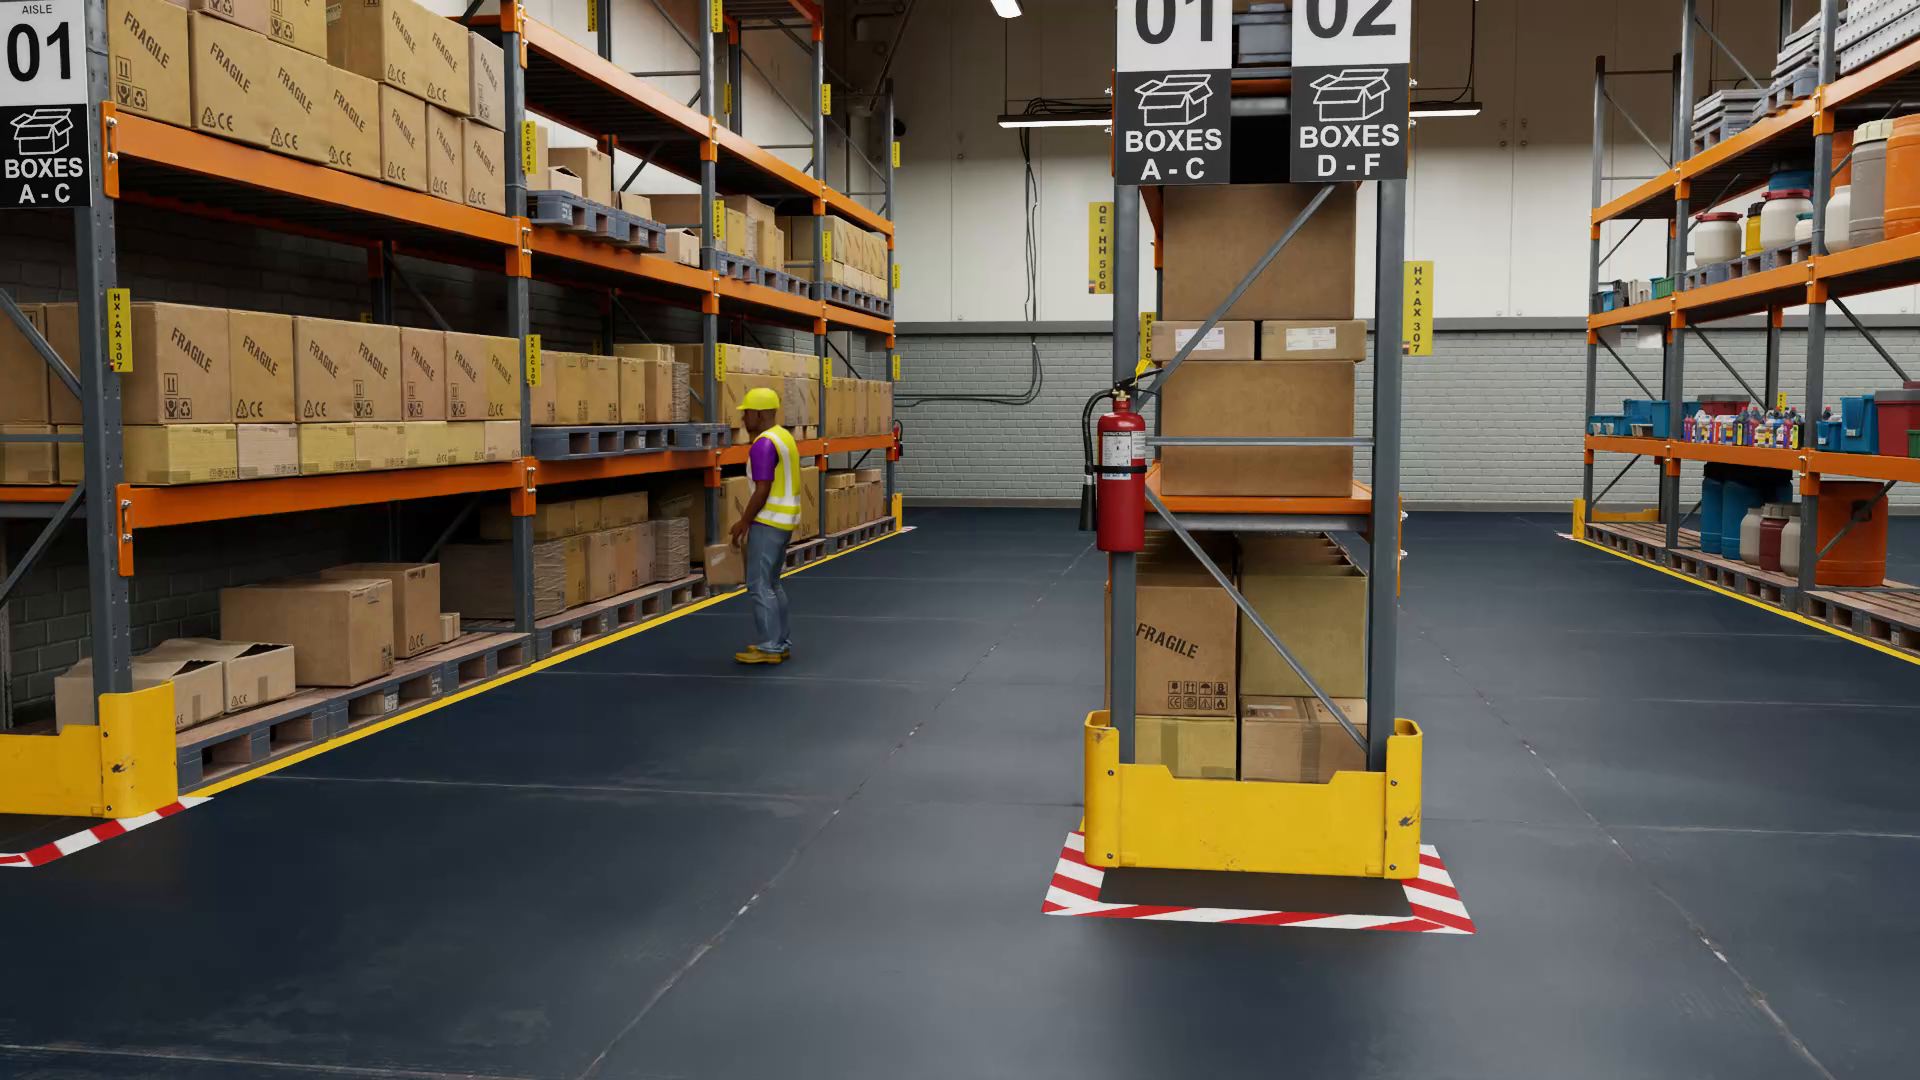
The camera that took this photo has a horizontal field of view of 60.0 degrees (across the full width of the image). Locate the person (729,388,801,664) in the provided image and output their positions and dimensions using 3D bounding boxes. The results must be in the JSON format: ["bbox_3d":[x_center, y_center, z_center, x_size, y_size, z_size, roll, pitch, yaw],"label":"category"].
[{"bbox_3d":[-1.242,-0.096,10.737,0.422,1.766,0.583,1,4,7],"label":"person"}]
